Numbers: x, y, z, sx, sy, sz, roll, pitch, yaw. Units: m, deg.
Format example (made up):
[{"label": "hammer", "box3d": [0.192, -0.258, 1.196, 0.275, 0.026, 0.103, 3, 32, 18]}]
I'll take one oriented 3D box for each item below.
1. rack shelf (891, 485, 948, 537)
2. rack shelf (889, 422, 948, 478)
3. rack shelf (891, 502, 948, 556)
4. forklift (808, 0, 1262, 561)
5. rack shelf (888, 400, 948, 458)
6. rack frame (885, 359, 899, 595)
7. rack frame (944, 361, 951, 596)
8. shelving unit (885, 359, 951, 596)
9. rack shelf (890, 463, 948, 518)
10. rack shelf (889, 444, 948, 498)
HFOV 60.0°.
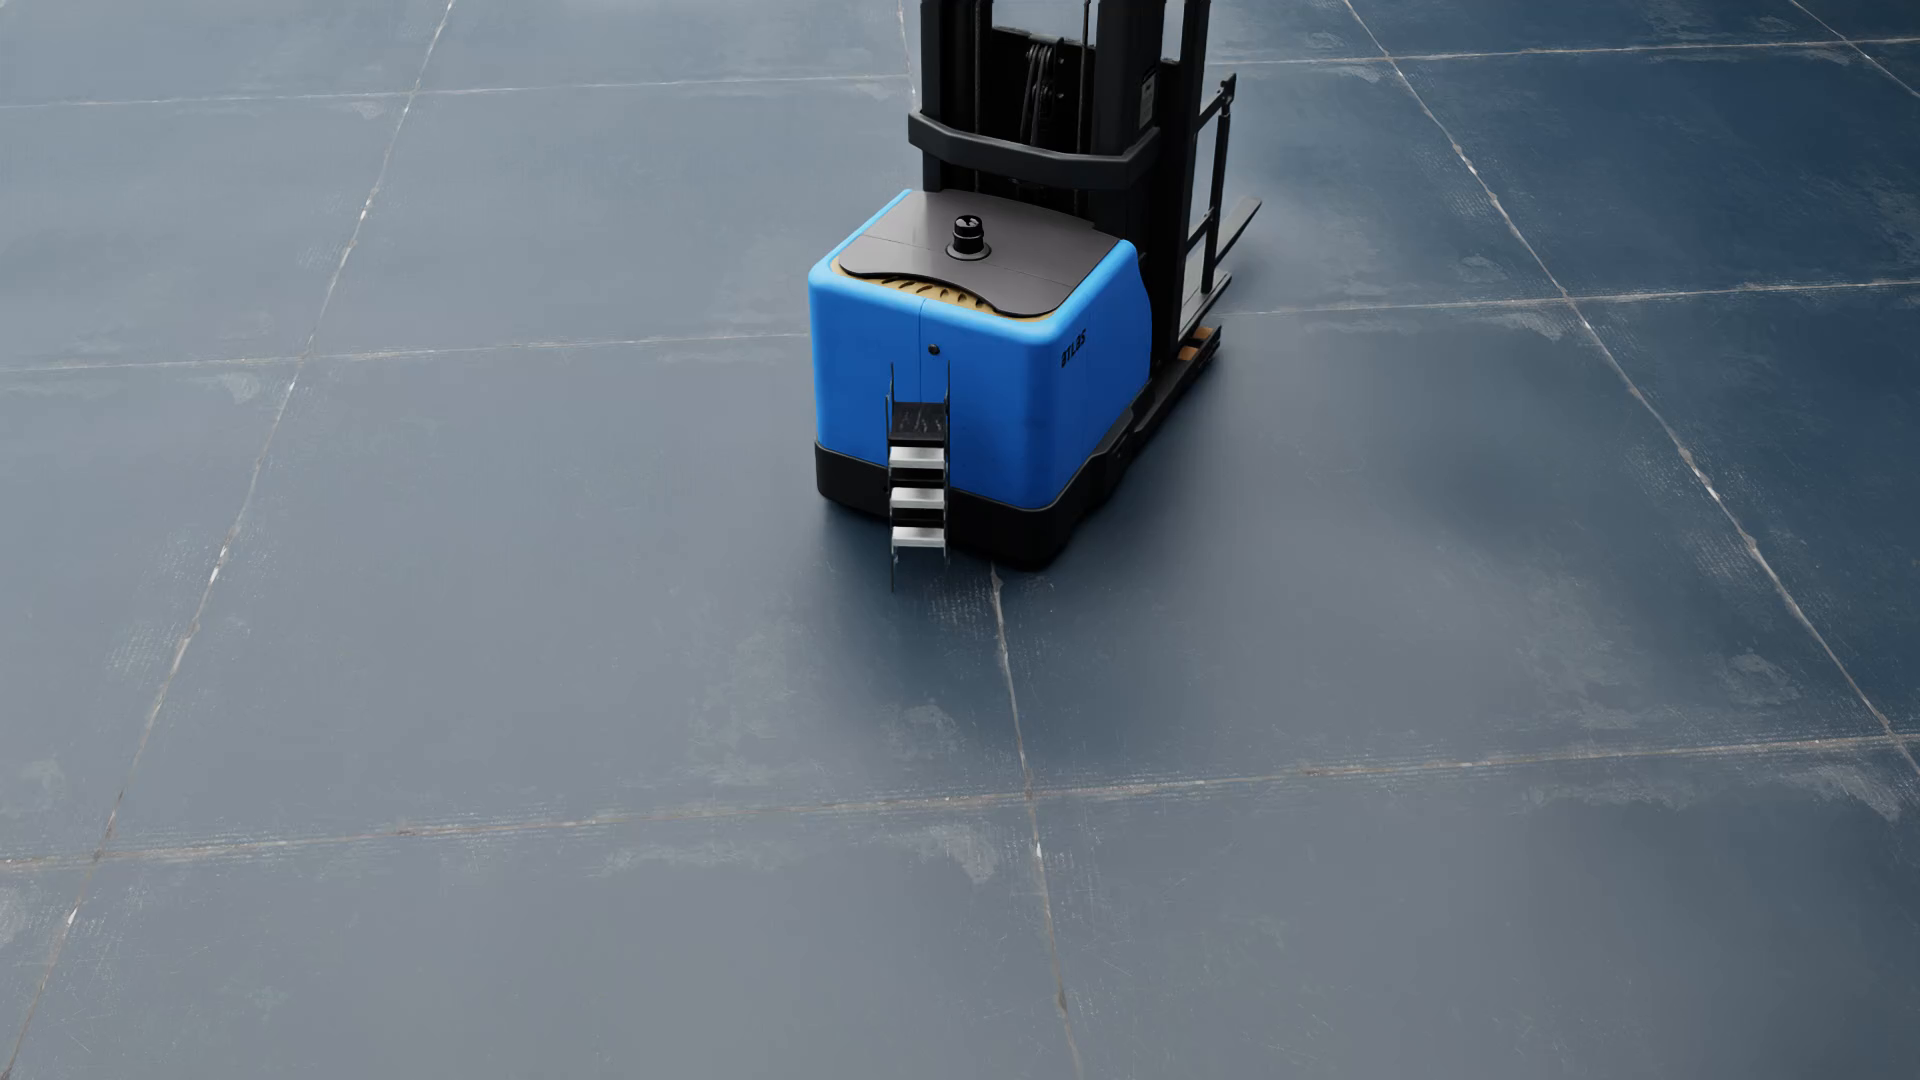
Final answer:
[{"label": "rack shelf", "box3d": [-0.148, -0.120, 6.219, 0.200, 0.077, 0.258, 2, 38, 2]}, {"label": "rack shelf", "box3d": [-0.148, -0.332, 6.052, 0.200, 0.077, 0.258, 2, 38, 2]}, {"label": "rack shelf", "box3d": [-0.148, -0.049, 6.275, 0.200, 0.077, 0.258, 2, 38, 2]}, {"label": "forklift", "box3d": [0.540, -1.973, 6.729, 1.130, 2.935, 3.031, 18, 42, 21]}, {"label": "rack shelf", "box3d": [-0.148, -0.402, 5.996, 0.200, 0.077, 0.258, 2, 38, 2]}, {"label": "rack frame", "box3d": [-0.250, -0.220, 6.147, 0.006, 0.900, 0.240, 2, 38, 2]}, {"label": "rack frame", "box3d": [-0.047, -0.213, 6.138, 0.006, 0.900, 0.240, 2, 38, 2]}, {"label": "shelving unit", "box3d": [-0.148, -0.216, 6.142, 0.210, 0.900, 0.258, 2, 38, 2]}, {"label": "rack shelf", "box3d": [-0.148, -0.190, 6.163, 0.200, 0.077, 0.258, 2, 38, 2]}, {"label": "rack shelf", "box3d": [-0.148, -0.261, 6.107, 0.200, 0.077, 0.258, 2, 38, 2]}]
